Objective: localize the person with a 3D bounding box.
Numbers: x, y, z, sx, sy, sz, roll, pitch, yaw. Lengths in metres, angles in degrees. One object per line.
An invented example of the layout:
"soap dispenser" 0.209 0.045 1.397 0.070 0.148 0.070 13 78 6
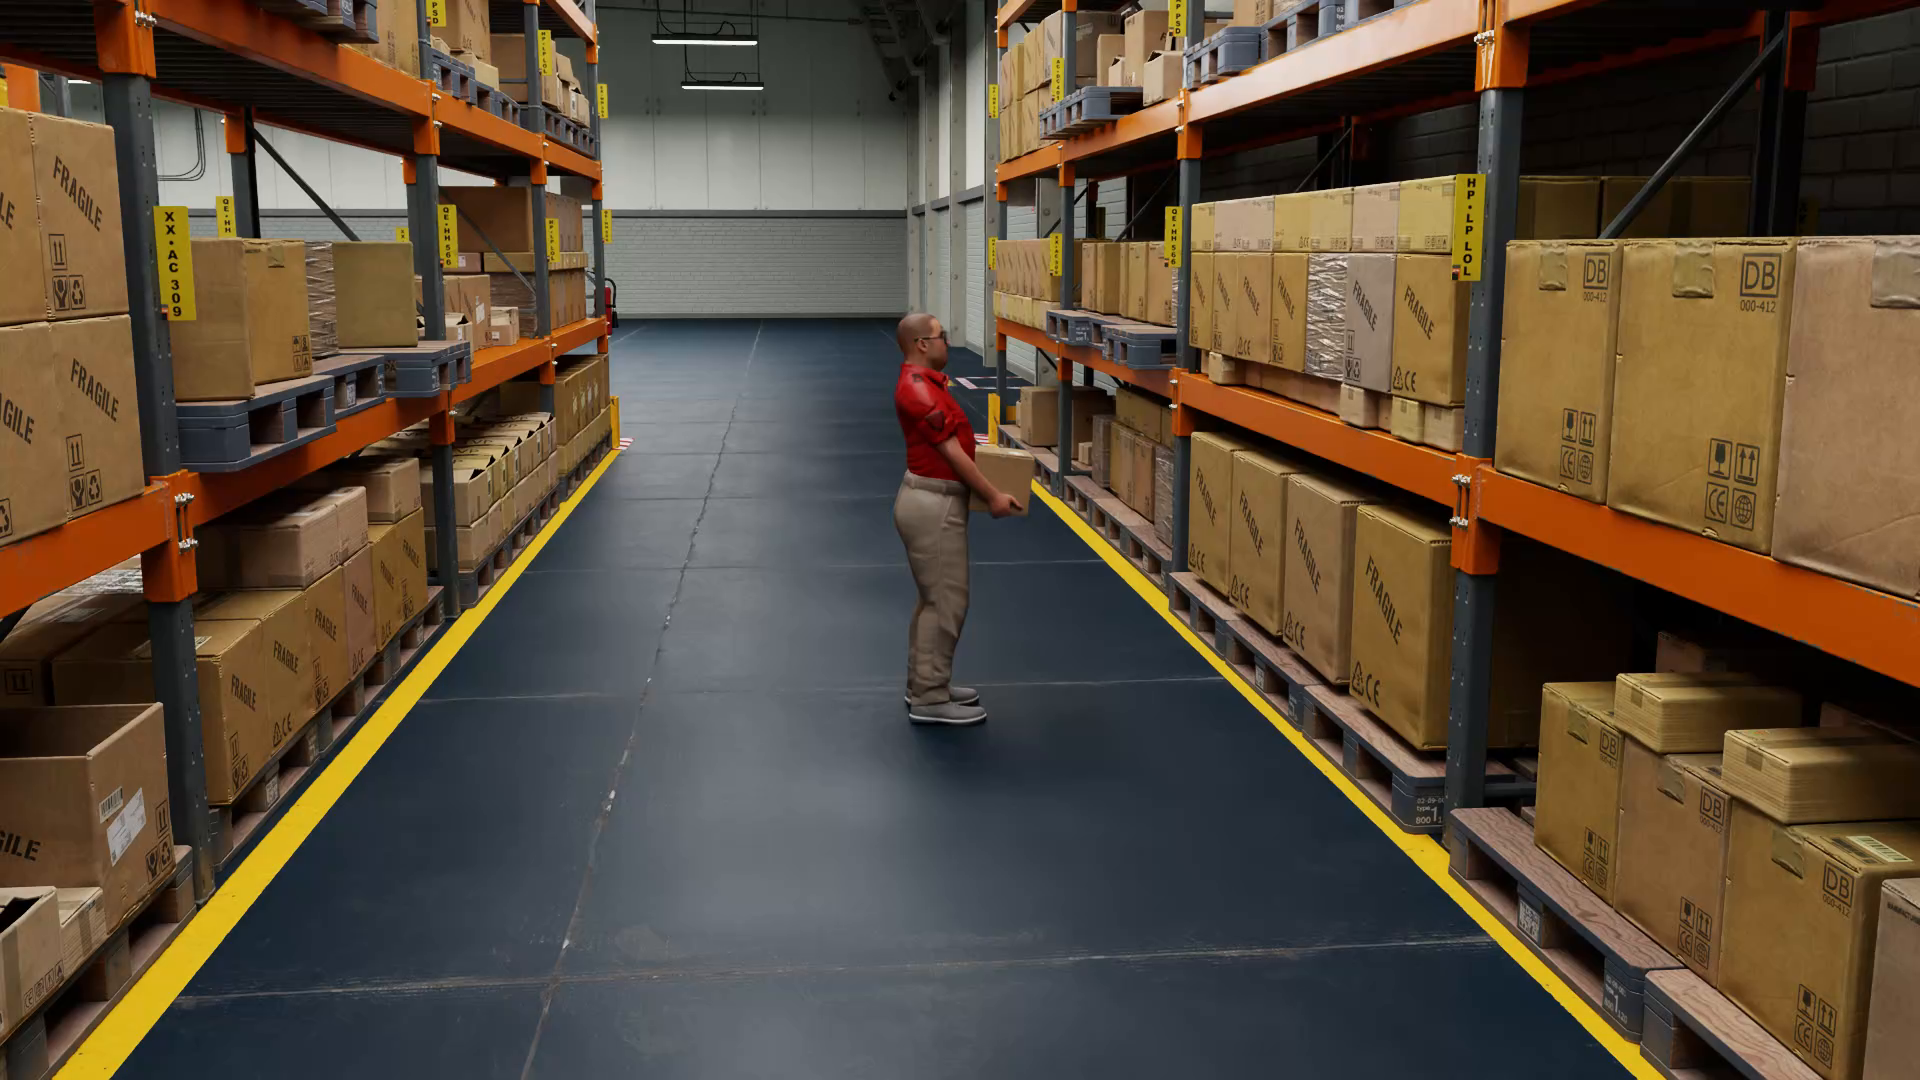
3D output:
"person" -0.014 -0.101 7.062 0.530 1.716 0.495 -1 10 -5
